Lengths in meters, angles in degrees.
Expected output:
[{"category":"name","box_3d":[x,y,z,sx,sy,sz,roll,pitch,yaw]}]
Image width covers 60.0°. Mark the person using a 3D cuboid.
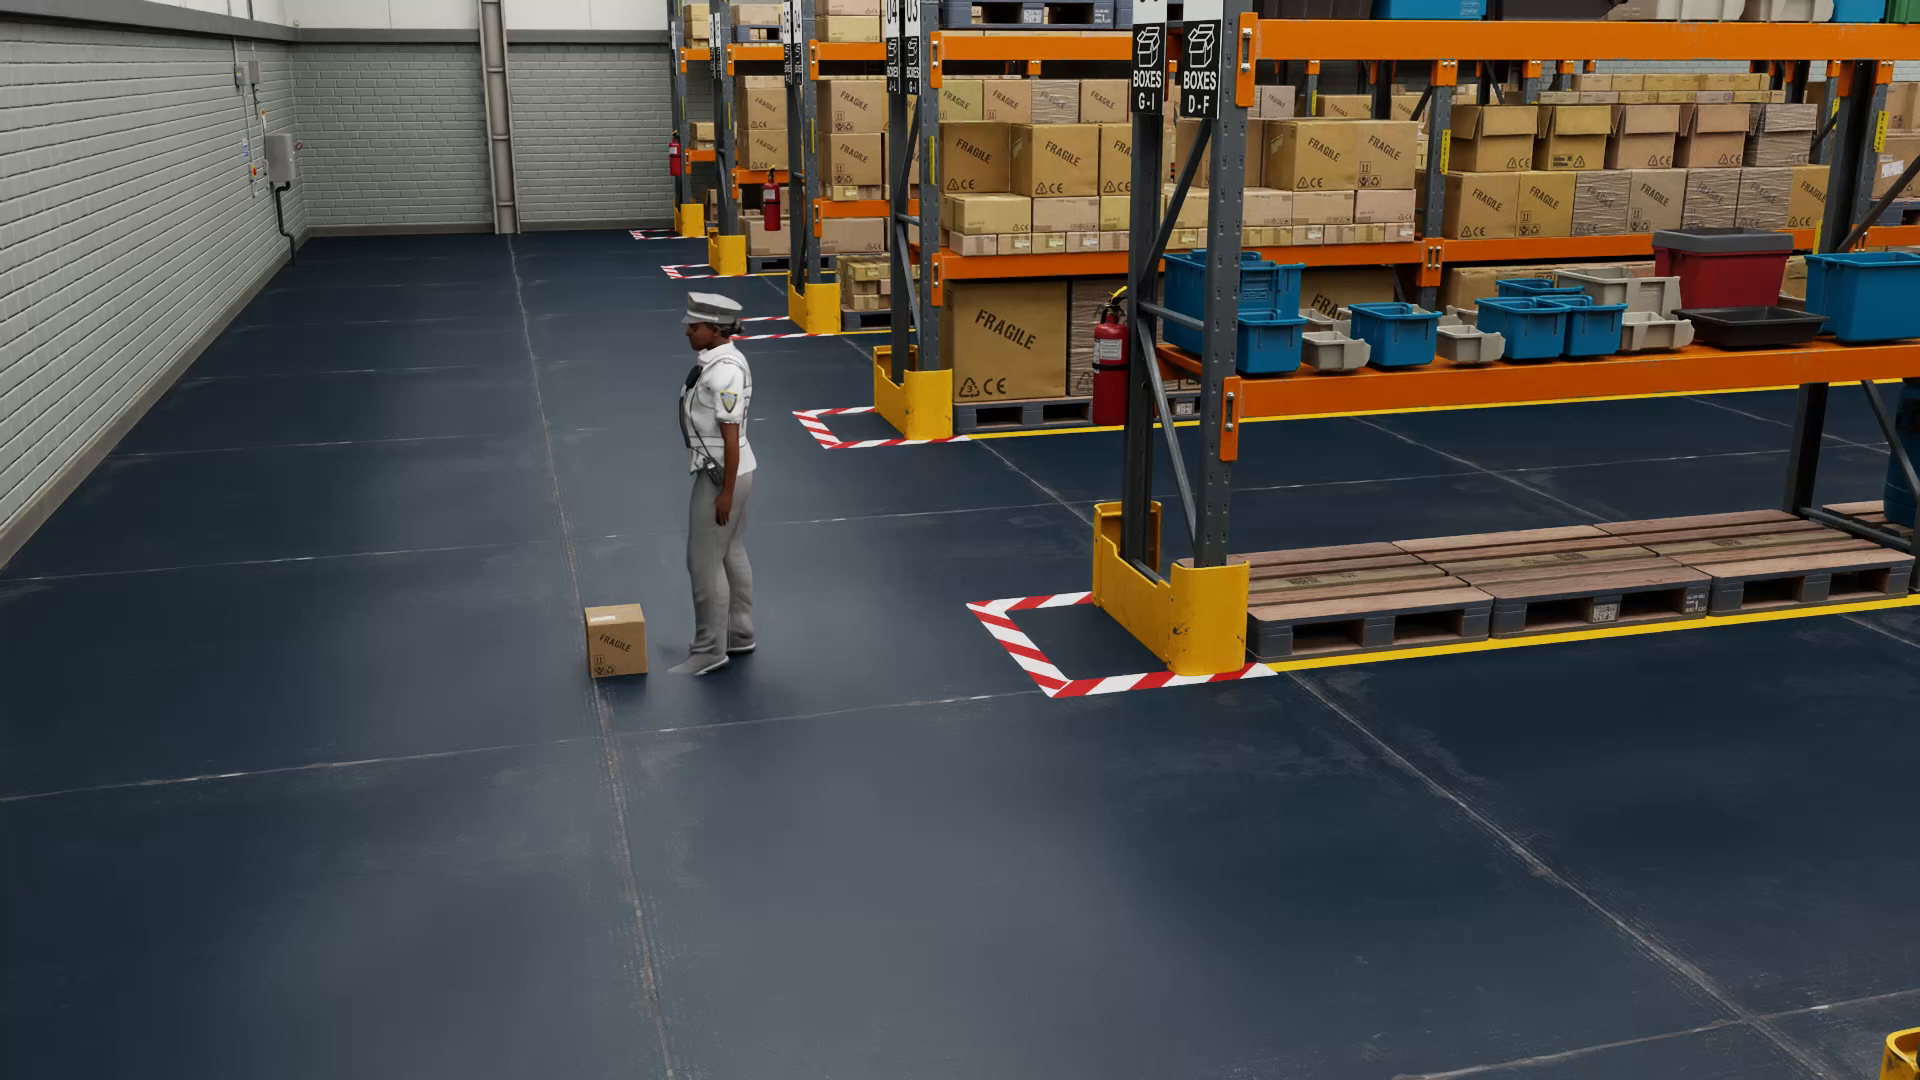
[{"category":"person","box_3d":[-1.130,-0.255,7.435,0.442,1.714,0.496,-2,16,-7]}]
